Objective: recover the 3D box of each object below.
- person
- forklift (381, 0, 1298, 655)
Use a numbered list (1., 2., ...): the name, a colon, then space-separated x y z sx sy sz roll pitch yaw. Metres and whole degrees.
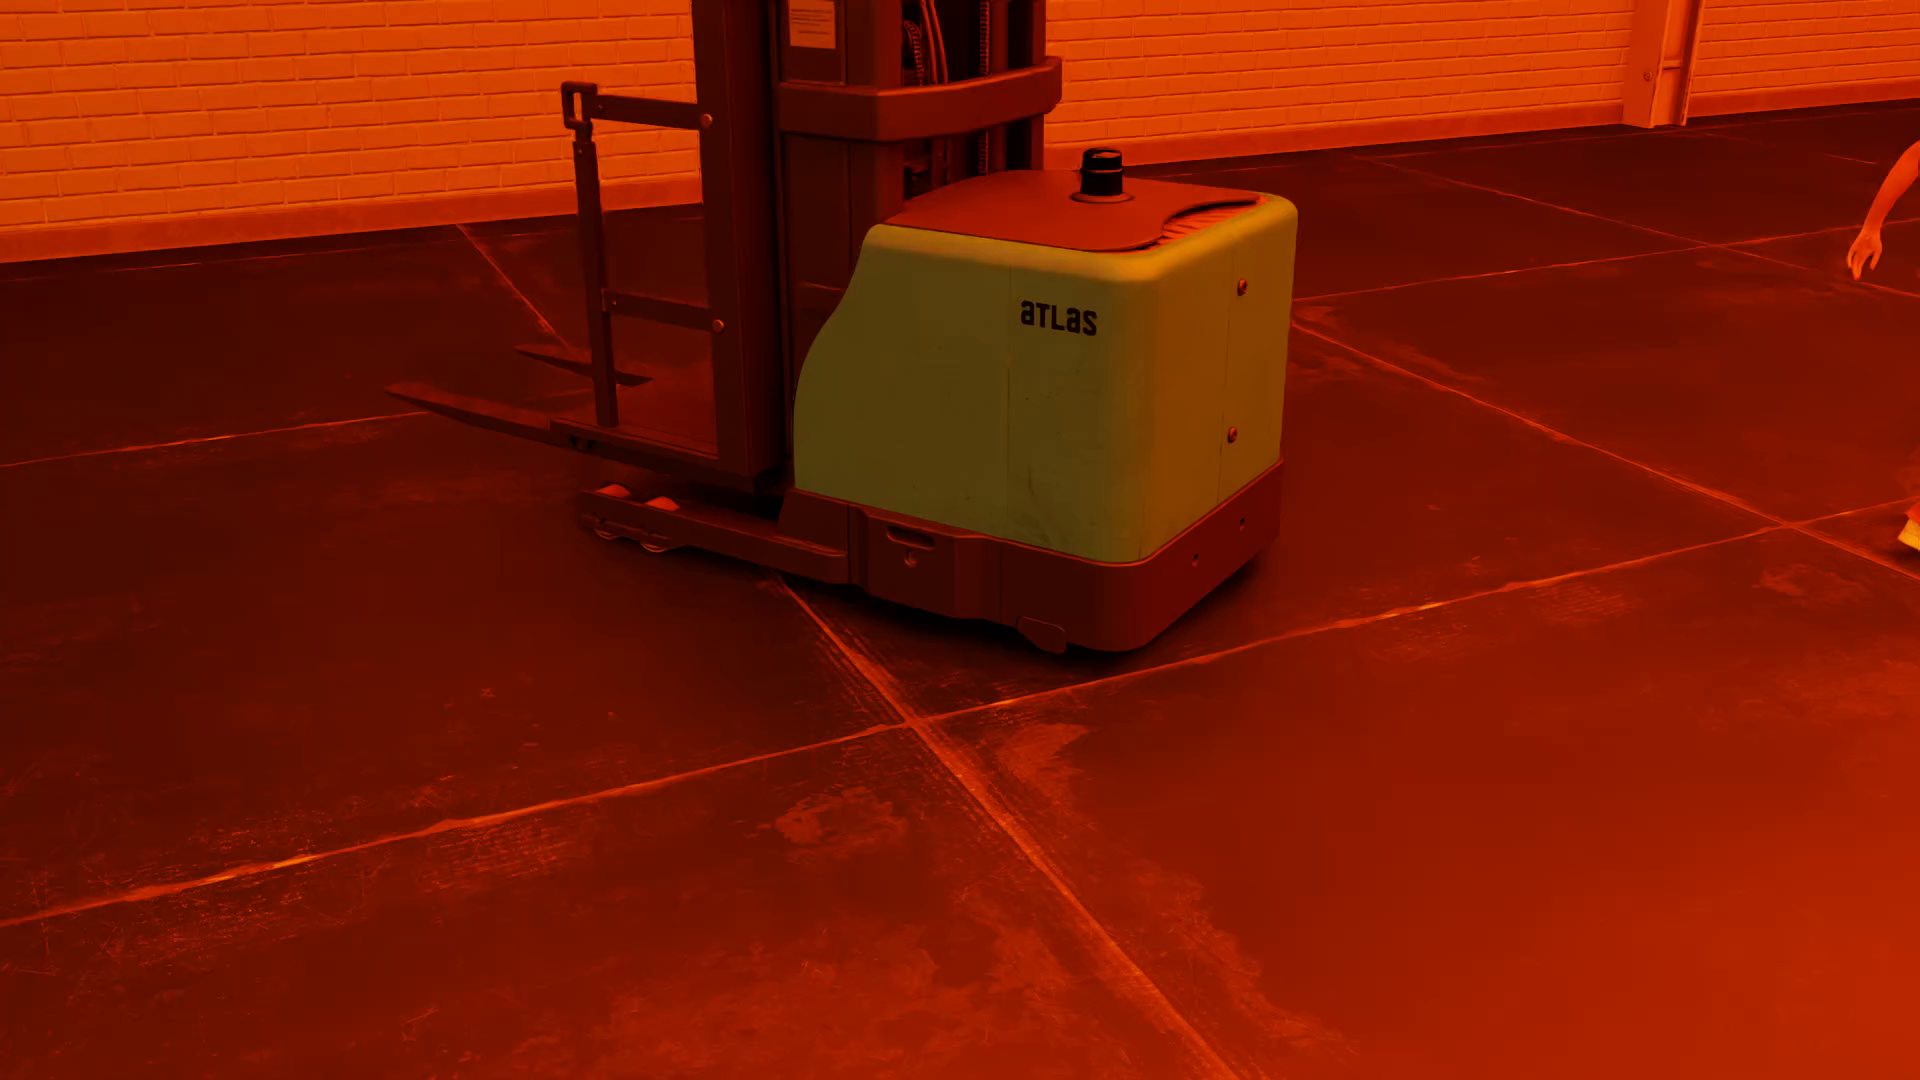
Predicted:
1. person: 3.007 -0.751 4.734 0.700 1.544 0.585 -3 23 -8
2. forklift: -0.567 -1.469 4.823 3.031 2.935 1.130 14 26 30
